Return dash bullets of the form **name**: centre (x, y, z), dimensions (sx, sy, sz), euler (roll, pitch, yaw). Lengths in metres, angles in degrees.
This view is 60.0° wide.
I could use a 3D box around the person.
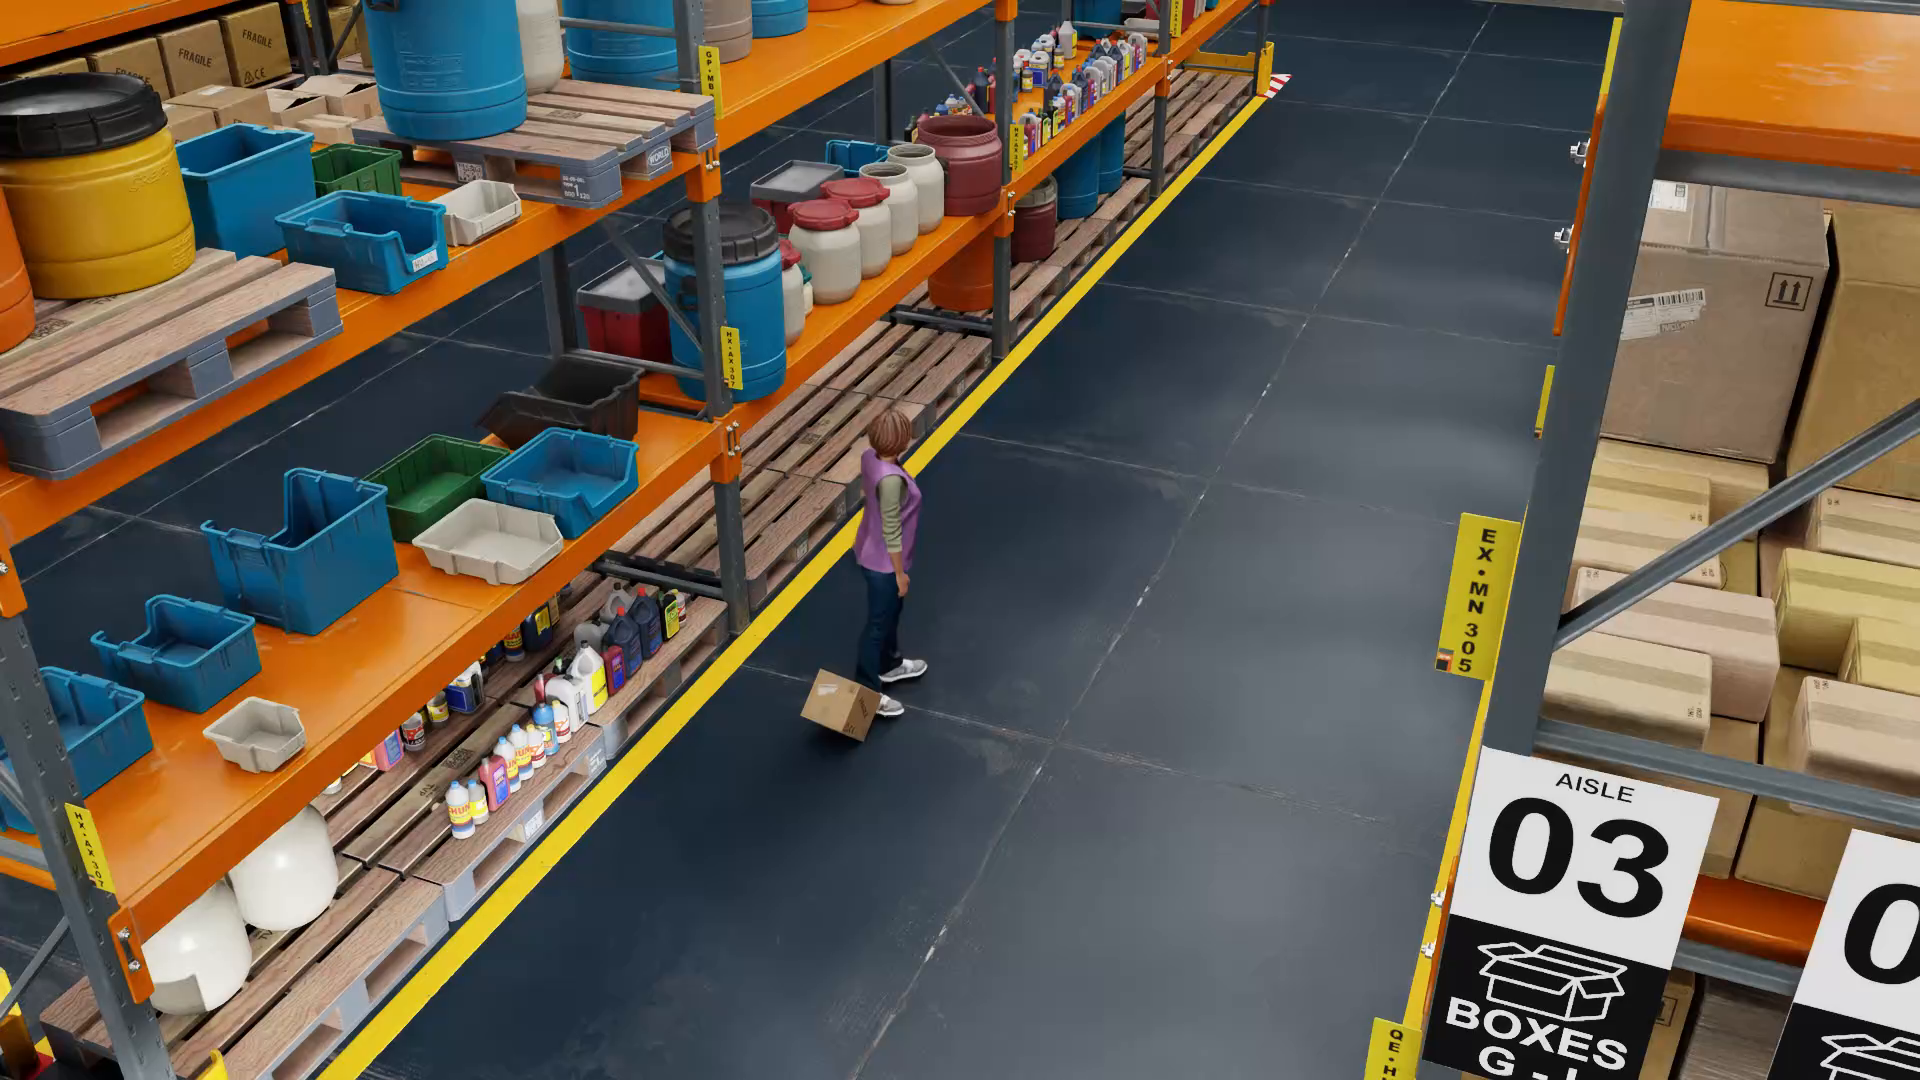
- **person**: centre (-0.324, 0.086, 8.246), dimensions (0.512, 1.595, 0.447), euler (-12, 32, -20)
